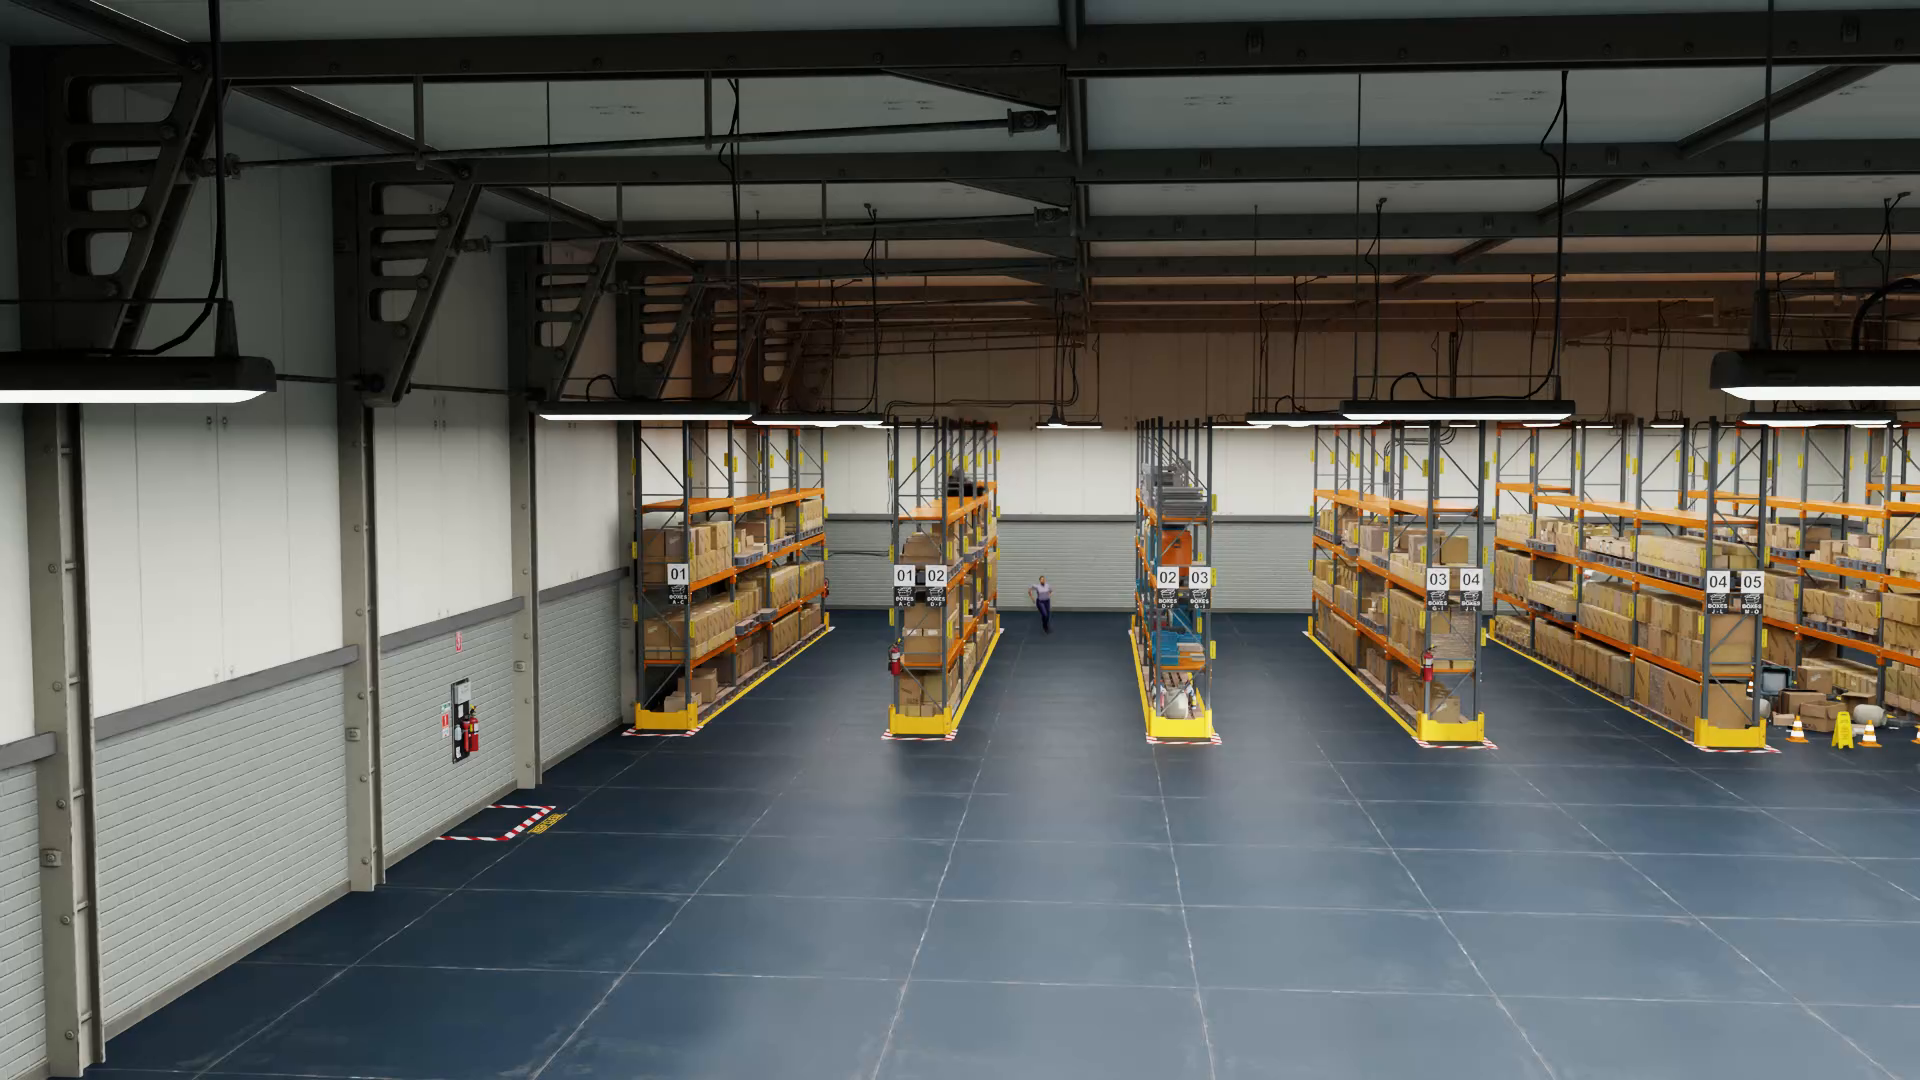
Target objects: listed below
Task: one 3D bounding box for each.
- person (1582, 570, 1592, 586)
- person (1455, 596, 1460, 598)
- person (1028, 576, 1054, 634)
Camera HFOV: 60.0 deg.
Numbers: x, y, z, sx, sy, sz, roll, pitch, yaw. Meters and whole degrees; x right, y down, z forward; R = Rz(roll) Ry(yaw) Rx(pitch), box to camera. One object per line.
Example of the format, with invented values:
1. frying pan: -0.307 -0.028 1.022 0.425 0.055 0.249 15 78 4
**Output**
1. person: 17.777 1.729 47.233 0.957 1.770 0.651 0 4 6
2. person: 13.895 1.859 47.148 0.619 1.595 0.684 -2 4 -24
3. person: 2.320 1.842 47.140 0.695 1.680 0.680 -2 4 -24
